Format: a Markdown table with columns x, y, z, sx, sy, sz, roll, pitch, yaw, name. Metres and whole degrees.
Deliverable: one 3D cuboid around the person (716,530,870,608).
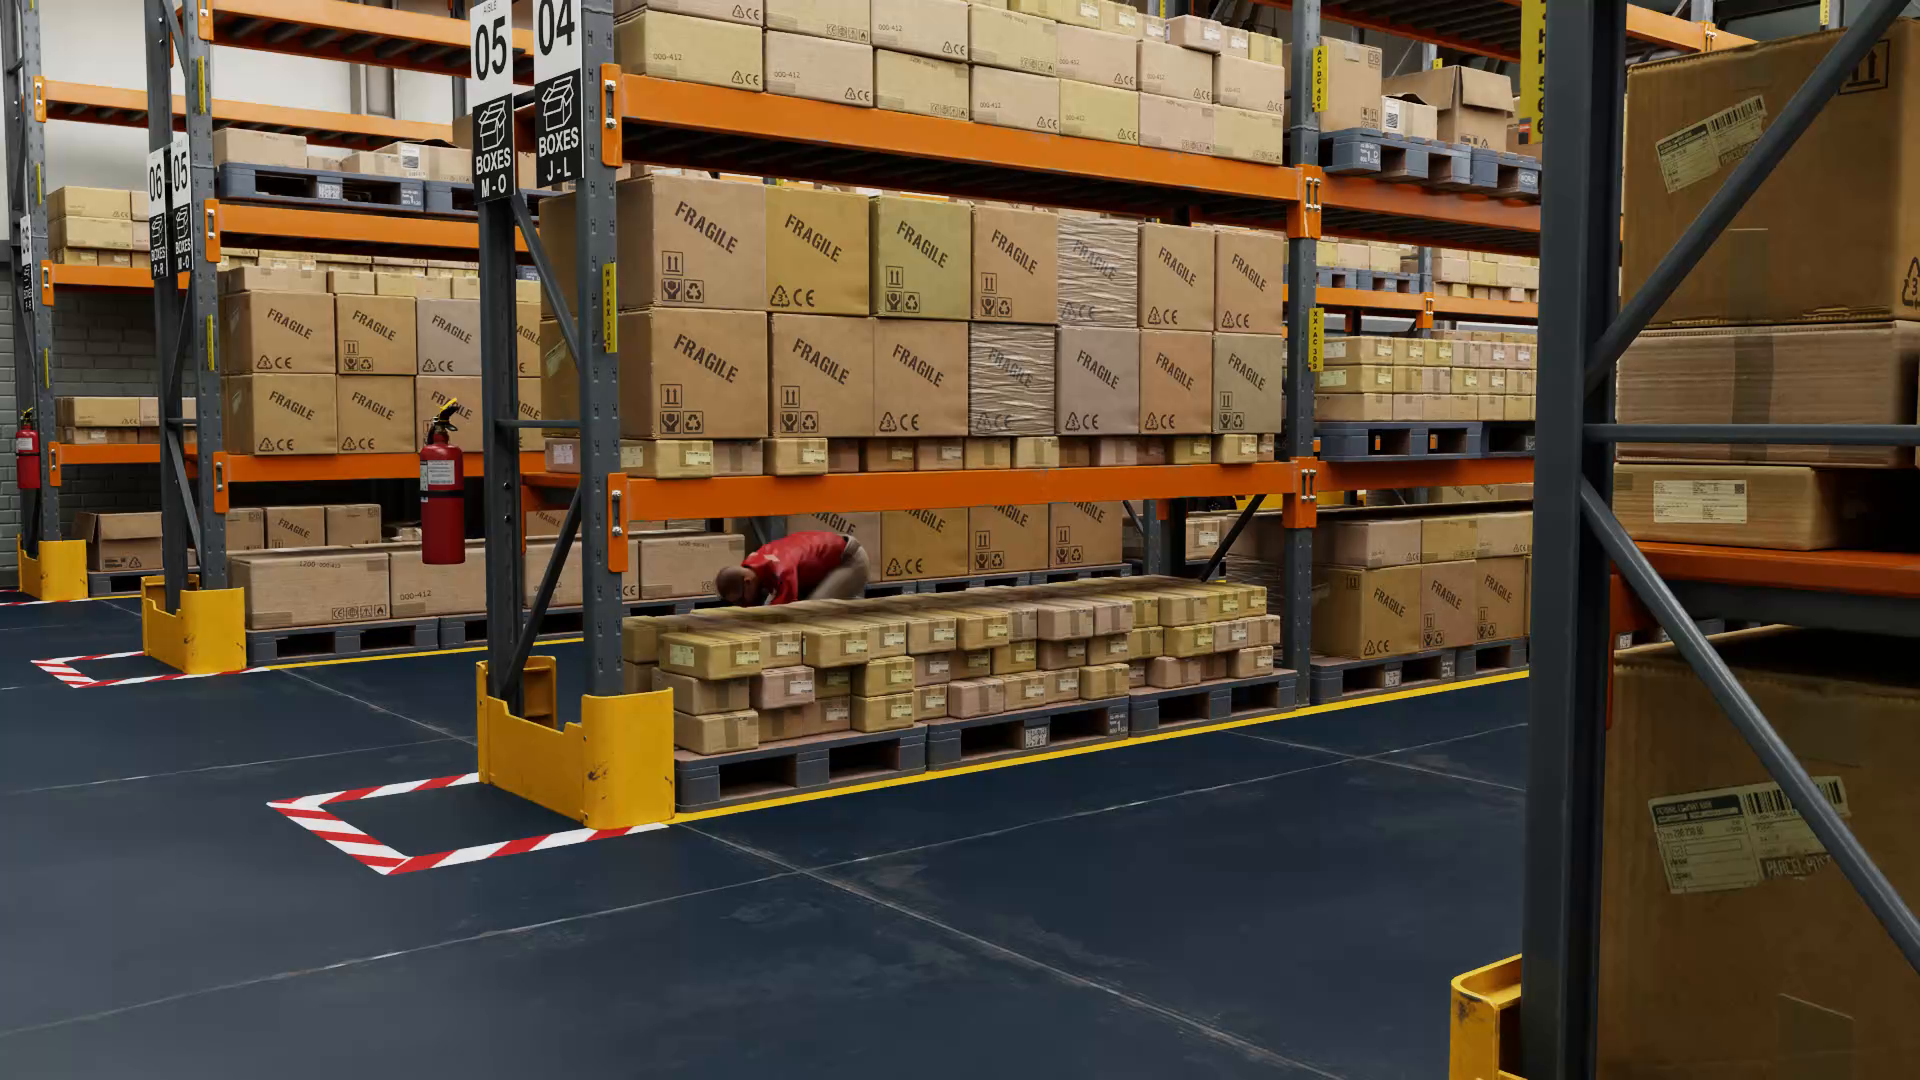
| x | y | z | sx | sy | sz | roll | pitch | yaw | name |
| --- | --- | --- | --- | --- | --- | --- | --- | --- | --- |
| -0.930 | 0.411 | 9.116 | 0.956 | 0.908 | 0.526 | -4 | 6 | -42 | person |
